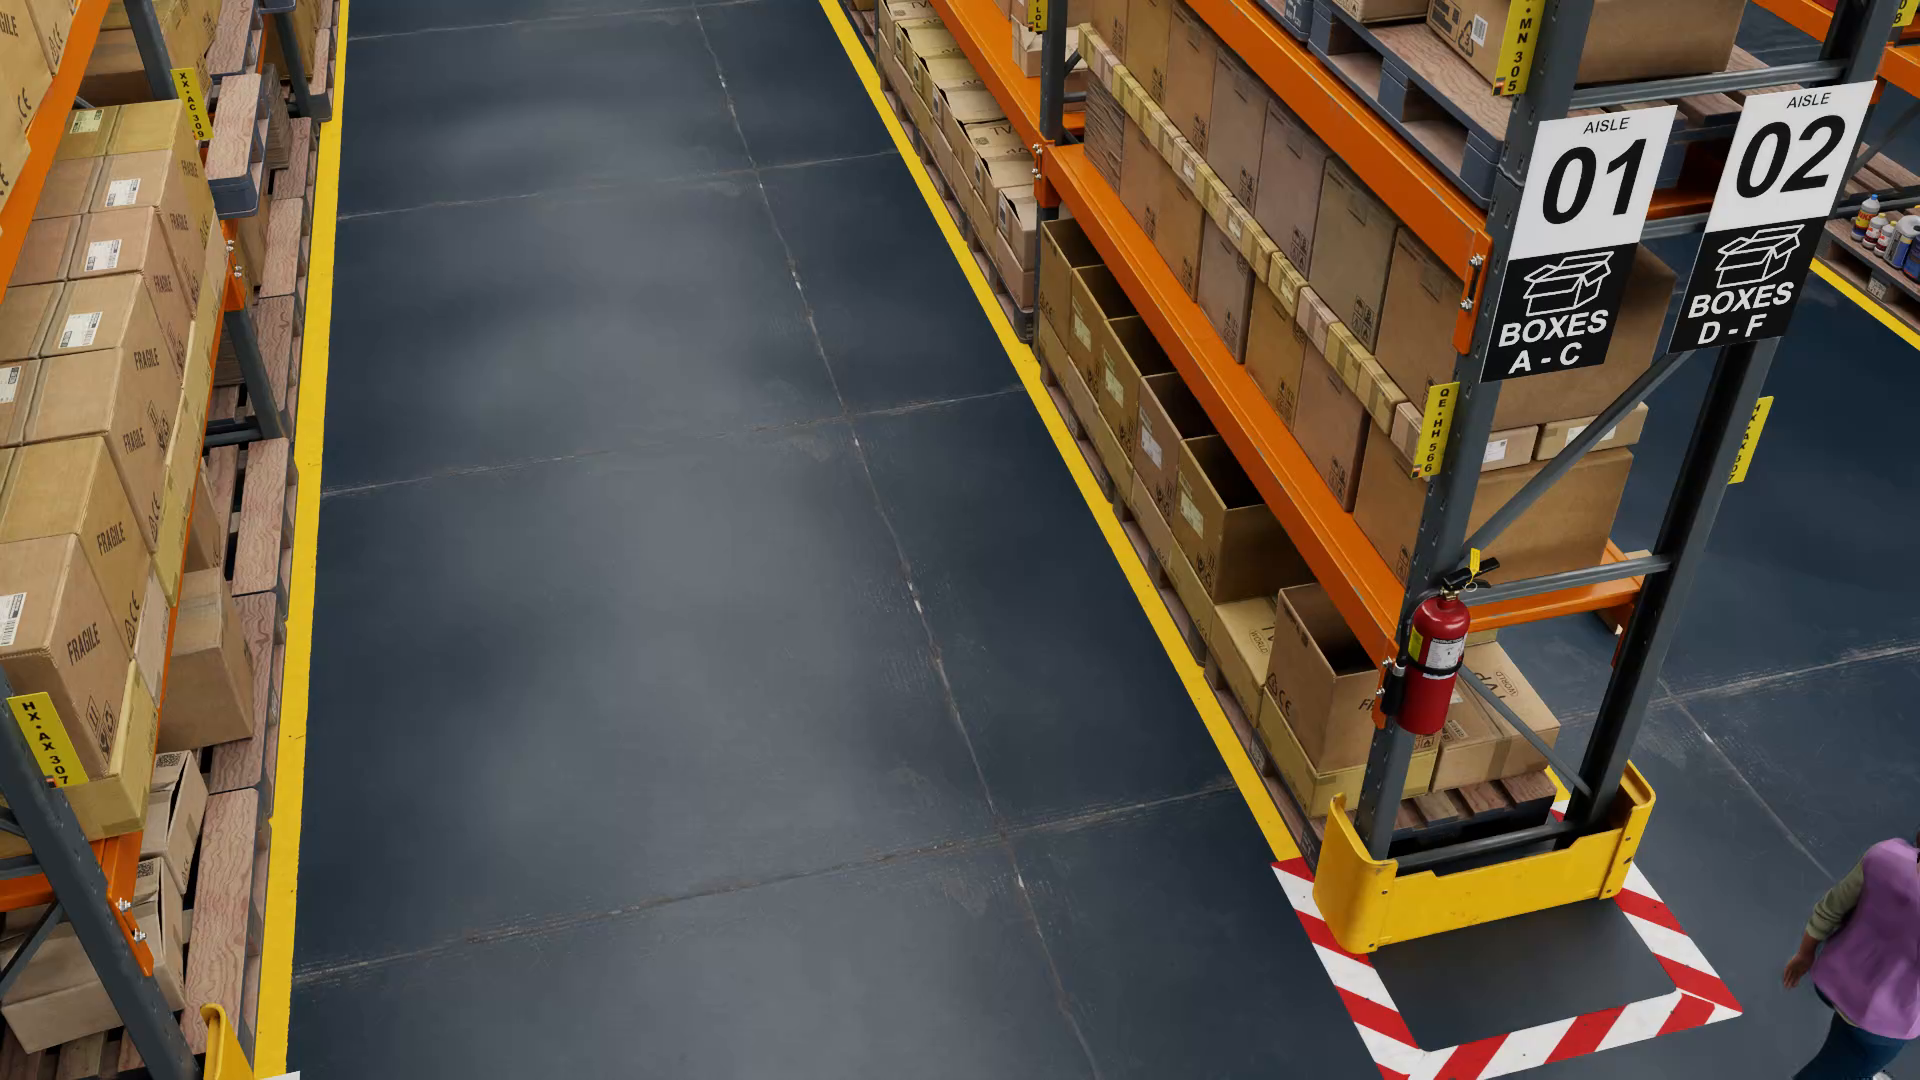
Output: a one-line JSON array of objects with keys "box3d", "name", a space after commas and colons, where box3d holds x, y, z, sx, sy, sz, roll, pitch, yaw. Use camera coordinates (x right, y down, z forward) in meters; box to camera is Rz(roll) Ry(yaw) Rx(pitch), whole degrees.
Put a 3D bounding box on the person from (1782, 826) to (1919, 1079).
[{"box3d": [2.797, 1.353, 5.024, 0.809, 1.590, 0.423, -12, 40, -14], "name": "person"}]
